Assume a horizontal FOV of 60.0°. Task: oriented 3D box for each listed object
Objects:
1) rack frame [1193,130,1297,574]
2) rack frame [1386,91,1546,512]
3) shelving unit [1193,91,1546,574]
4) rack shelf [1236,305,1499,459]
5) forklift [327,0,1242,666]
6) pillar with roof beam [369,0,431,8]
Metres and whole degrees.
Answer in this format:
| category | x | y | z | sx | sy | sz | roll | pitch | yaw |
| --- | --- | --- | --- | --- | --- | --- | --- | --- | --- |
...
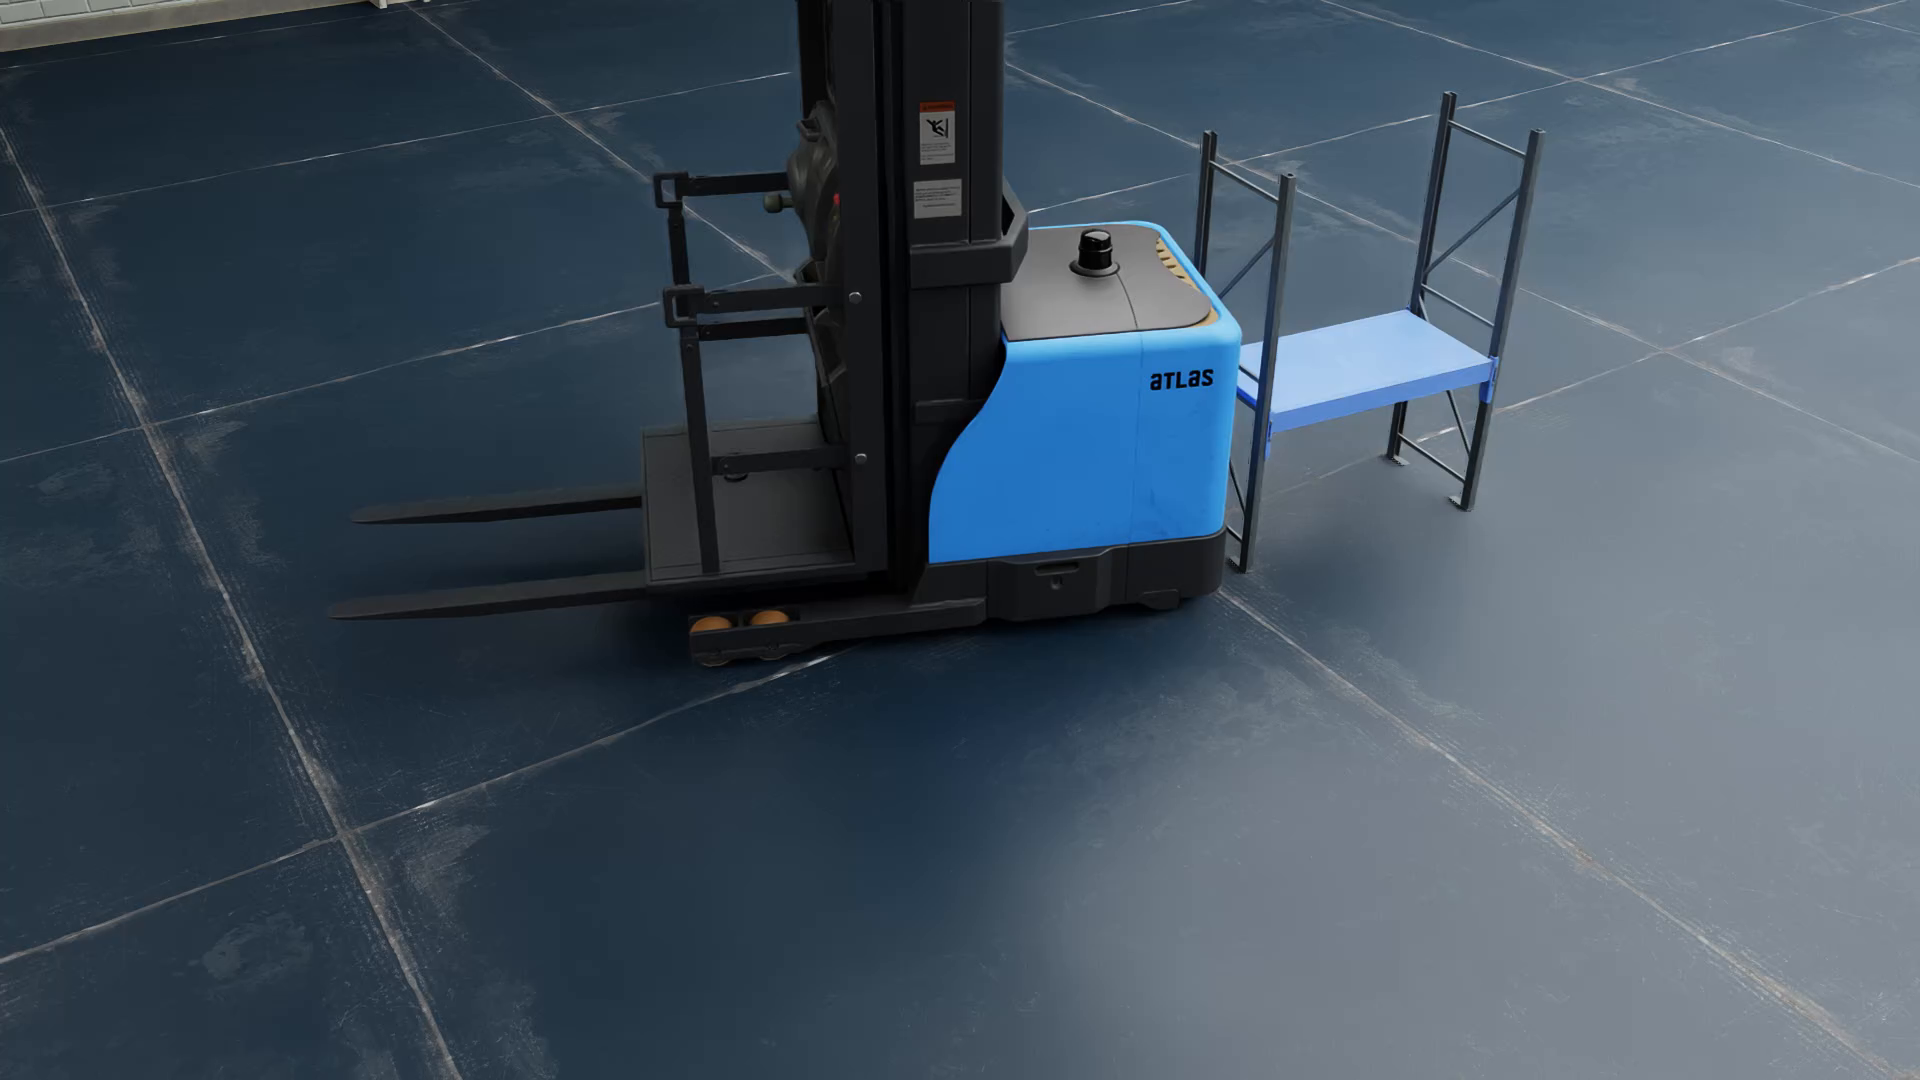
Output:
| category | x | y | z | sx | sy | sz | roll | pitch | yaw |
| --- | --- | --- | --- | --- | --- | --- | --- | --- | --- |
| rack frame | 0.946 | -0.634 | 5.849 | 0.032 | 1.500 | 0.500 | -14 | 35 | -21 |
| rack frame | 1.865 | -0.866 | 6.217 | 0.032 | 1.500 | 0.500 | -14 | 35 | -21 |
| shelving unit | 1.406 | -0.750 | 6.033 | 1.048 | 1.500 | 0.538 | -14 | 35 | -21 |
| rack shelf | 1.406 | -0.598 | 6.129 | 1.000 | 0.185 | 0.538 | -14 | 35 | -21 |
| forklift | -0.641 | -1.122 | 5.281 | 3.031 | 2.935 | 1.130 | -6 | 33 | -9 |
| pillar with roof beam | -2.006 | -6.052 | 7.410 | 0.400 | 9.000 | 9.100 | -19 | 37 | -27 |
